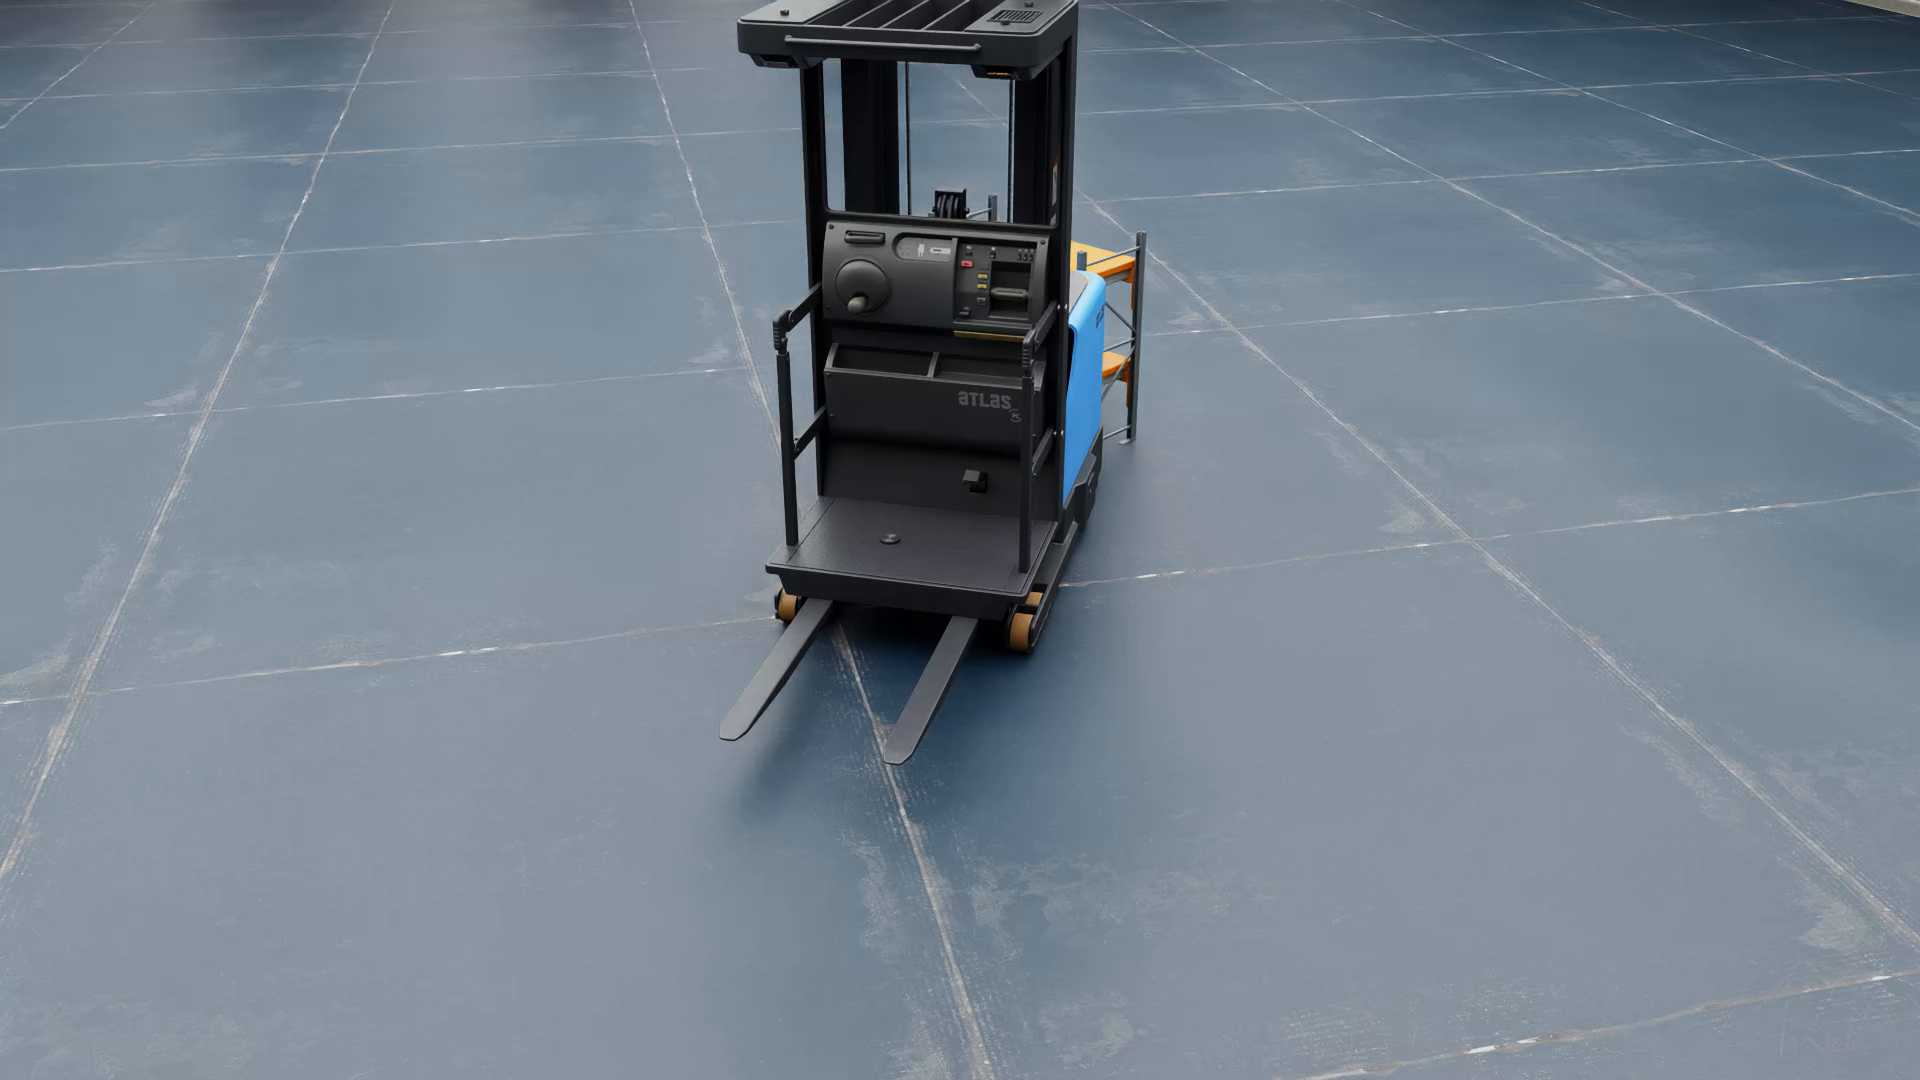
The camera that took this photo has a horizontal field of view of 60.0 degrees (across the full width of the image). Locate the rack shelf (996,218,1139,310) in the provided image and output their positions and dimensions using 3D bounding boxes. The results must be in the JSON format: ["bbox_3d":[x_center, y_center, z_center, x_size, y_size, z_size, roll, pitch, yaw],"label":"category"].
[{"bbox_3d":[0.382,-1.382,8.590,1.000,0.278,0.538,24,35,38],"label":"rack shelf"}]

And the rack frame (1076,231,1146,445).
[{"bbox_3d":[0.747,-0.961,8.406,0.032,1.125,0.500,24,35,38],"label":"rack frame"}]

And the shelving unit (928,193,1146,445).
[{"bbox_3d":[0.382,-1.121,8.722,1.048,1.125,0.538,24,35,38],"label":"shelving unit"}]

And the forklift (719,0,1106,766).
[{"bbox_3d":[-0.155,-1.035,6.547,1.130,2.935,3.031,7,28,13],"label":"forklift"}]

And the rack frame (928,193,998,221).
[{"bbox_3d":[0.017,-1.280,9.038,0.032,1.125,0.500,24,35,38],"label":"rack frame"}]

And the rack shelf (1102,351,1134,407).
[{"bbox_3d":[0.382,-0.902,8.832,1.000,0.278,0.538,24,35,38],"label":"rack shelf"}]
